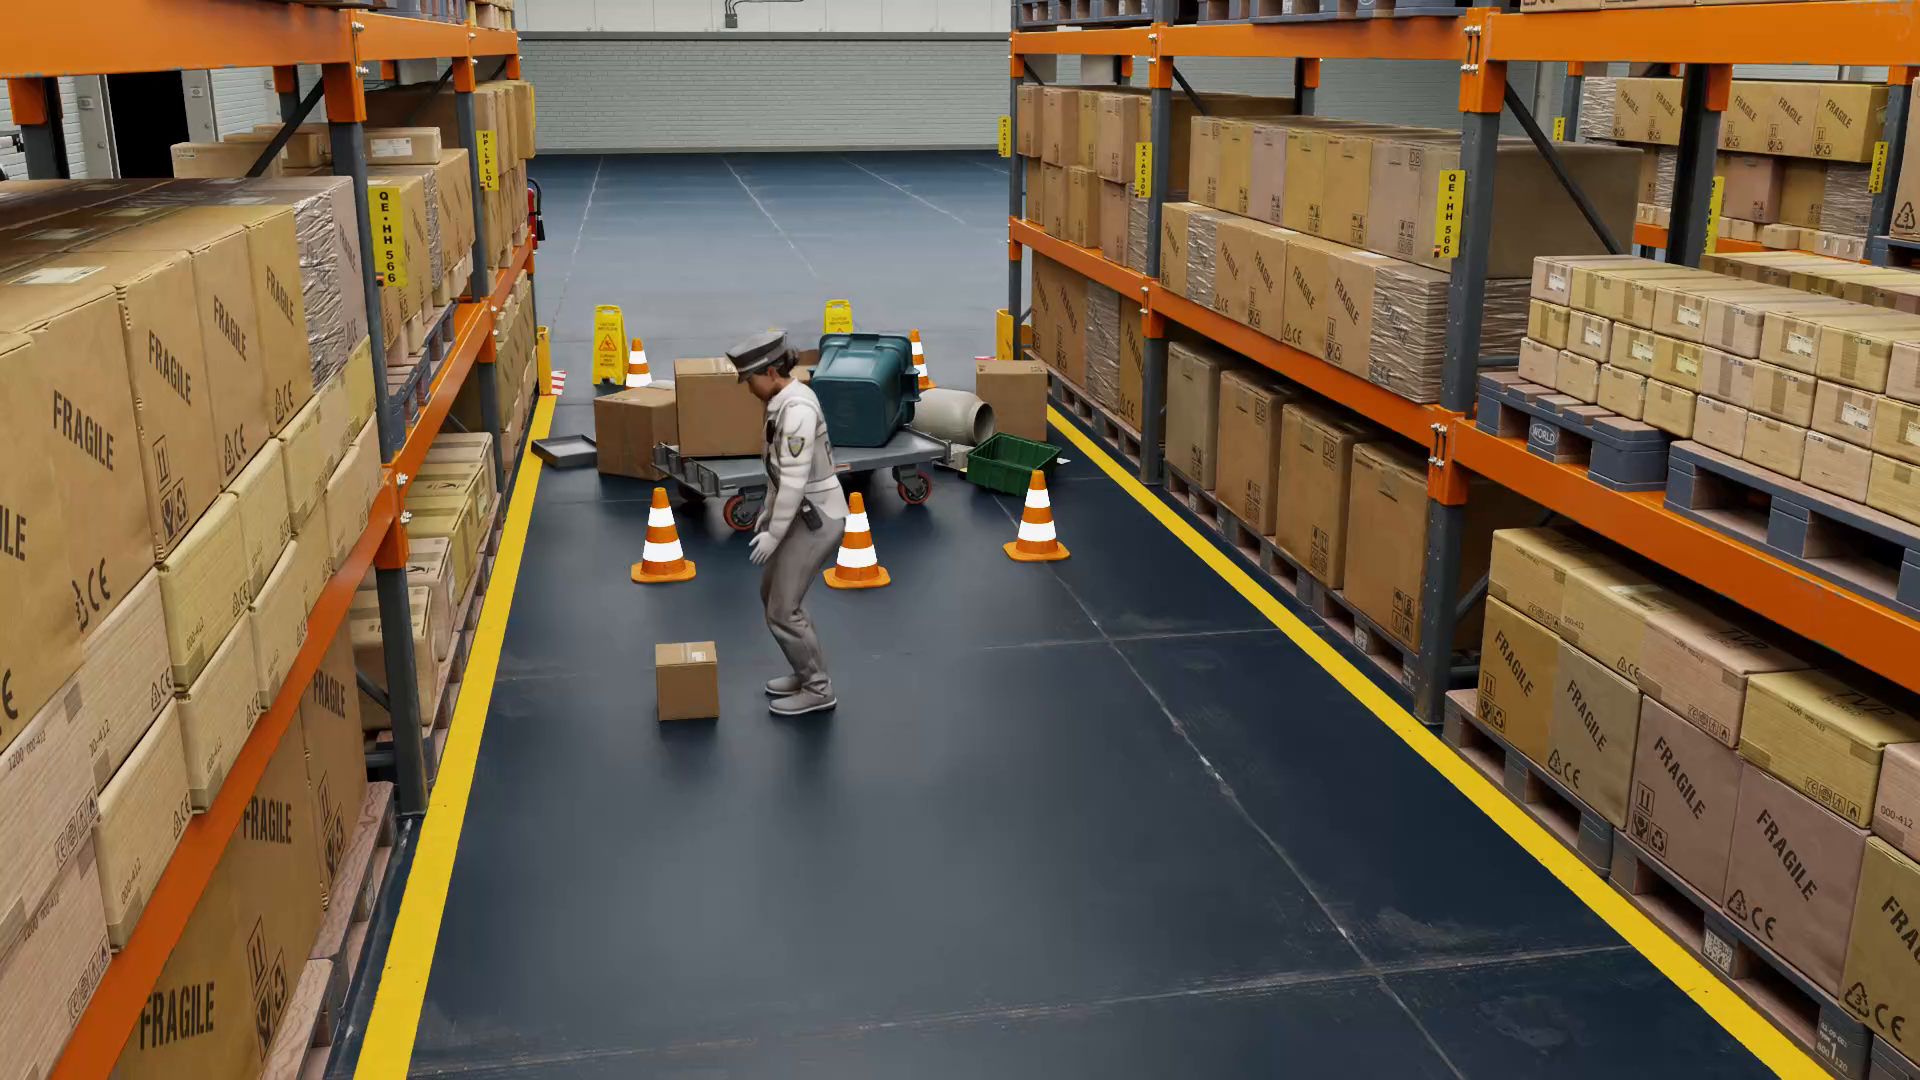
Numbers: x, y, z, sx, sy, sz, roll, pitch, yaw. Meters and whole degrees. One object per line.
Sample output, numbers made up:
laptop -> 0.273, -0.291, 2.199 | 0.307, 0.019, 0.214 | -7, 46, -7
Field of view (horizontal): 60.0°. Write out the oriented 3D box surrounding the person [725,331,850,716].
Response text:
person -> -0.701, -0.065, 6.884 | 0.482, 1.604, 0.508 | -3, 17, -9
